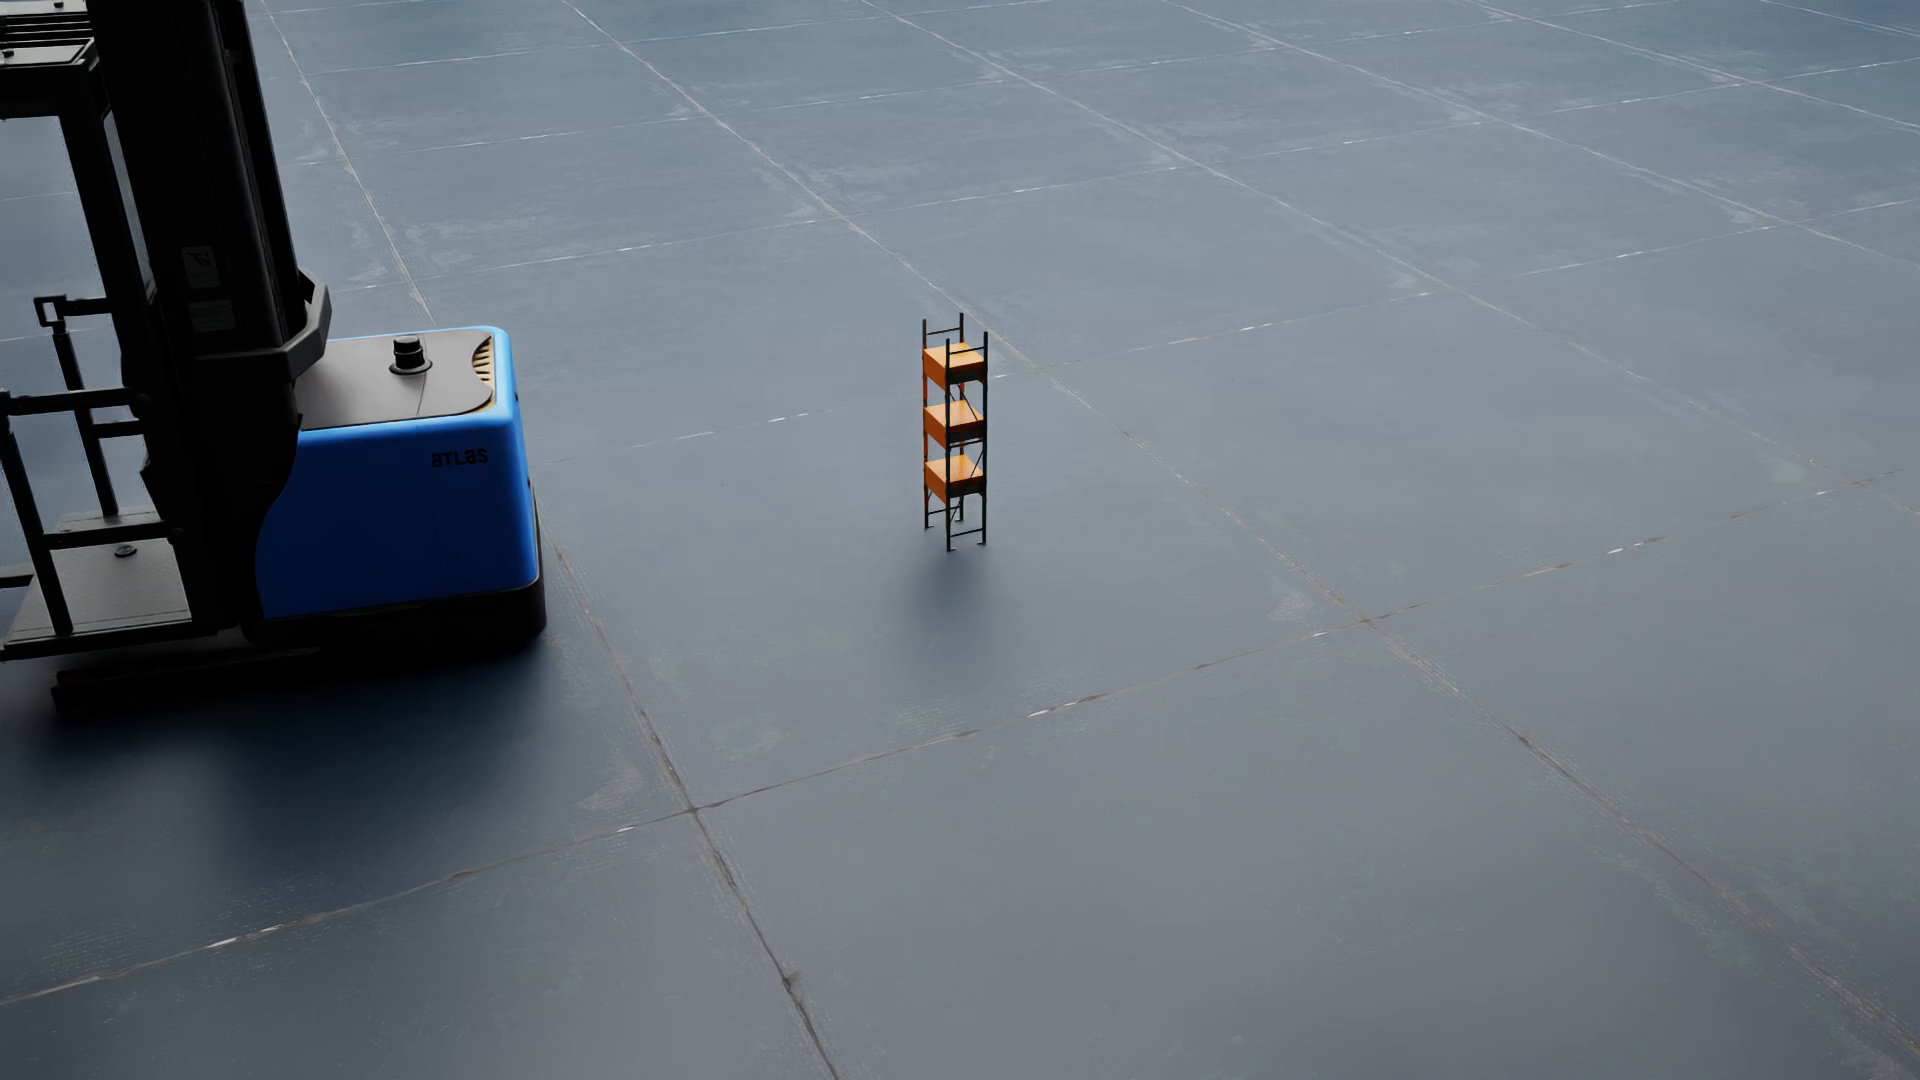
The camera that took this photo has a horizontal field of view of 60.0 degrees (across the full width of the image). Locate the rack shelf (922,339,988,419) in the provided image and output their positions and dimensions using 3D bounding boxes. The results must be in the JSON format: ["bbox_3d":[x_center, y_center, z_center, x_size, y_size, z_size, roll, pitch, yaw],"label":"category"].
[{"bbox_3d":[-0.023,-0.720,7.402,0.215,0.259,0.240,-13,32,-22],"label":"rack shelf"}]

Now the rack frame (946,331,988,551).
[{"bbox_3d":[0.029,-0.428,7.439,0.200,1.050,0.008,-13,32,-22],"label":"rack frame"}]

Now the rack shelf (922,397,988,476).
[{"bbox_3d":[-0.023,-0.472,7.541,0.215,0.259,0.240,-13,32,-22],"label":"rack shelf"}]

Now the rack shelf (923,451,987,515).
[{"bbox_3d":[-0.023,-0.230,7.676,0.215,0.259,0.240,-13,32,-22],"label":"rack shelf"}]

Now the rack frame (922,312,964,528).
[{"bbox_3d":[-0.075,-0.535,7.631,0.200,1.050,0.008,-13,32,-22],"label":"rack frame"}]

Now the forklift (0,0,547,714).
[{"bbox_3d":[-3.307,-0.881,6.324,3.031,2.935,1.130,-7,30,-13],"label":"forklift"}]

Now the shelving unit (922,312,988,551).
[{"bbox_3d":[-0.023,-0.482,7.535,0.215,1.050,0.252,-13,32,-22],"label":"shelving unit"}]
